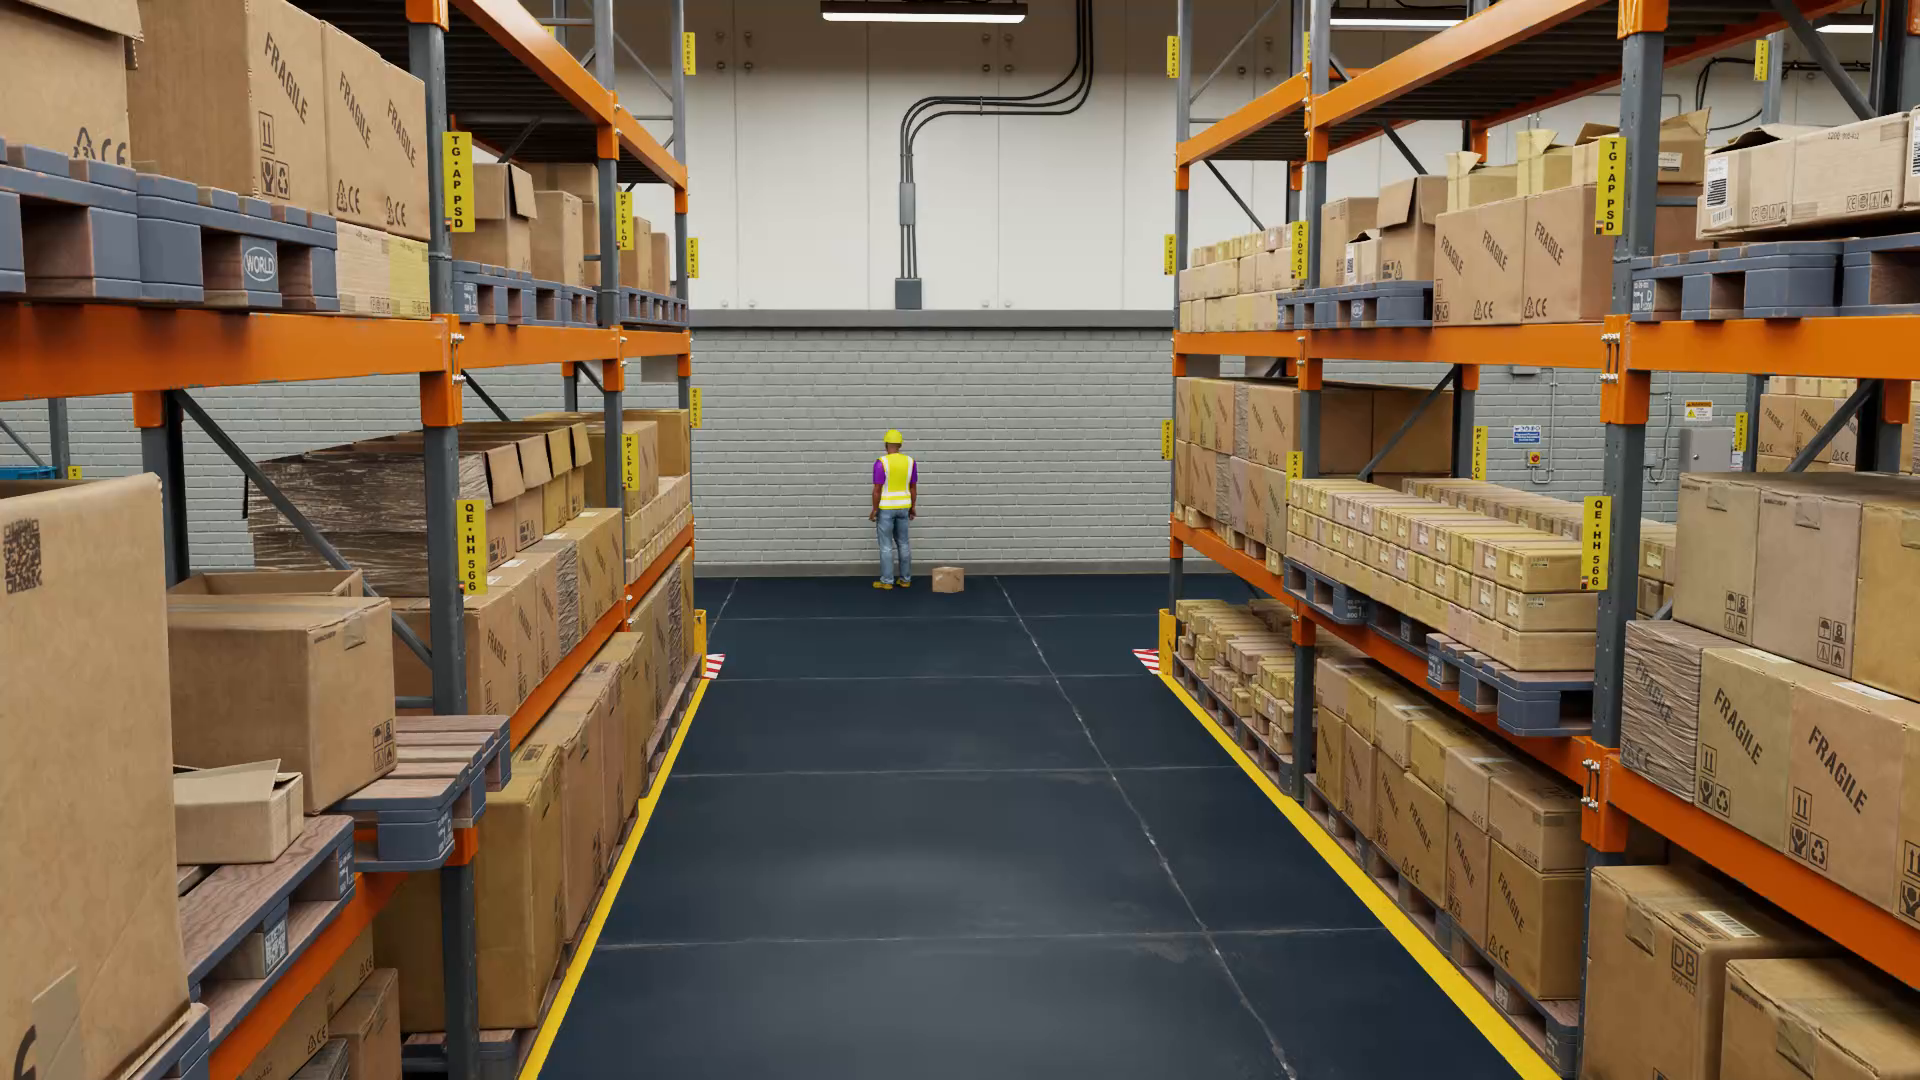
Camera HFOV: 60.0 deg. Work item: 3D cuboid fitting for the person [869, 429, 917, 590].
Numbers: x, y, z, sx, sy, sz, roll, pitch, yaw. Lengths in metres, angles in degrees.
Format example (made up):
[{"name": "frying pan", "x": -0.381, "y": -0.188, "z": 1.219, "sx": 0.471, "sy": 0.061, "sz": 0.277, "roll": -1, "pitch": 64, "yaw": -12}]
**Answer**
[{"name": "person", "x": -0.756, "y": -0.347, "z": 18.527, "sx": 0.564, "sy": 1.772, "sz": 0.377, "roll": -4, "pitch": 8, "yaw": -30}]
